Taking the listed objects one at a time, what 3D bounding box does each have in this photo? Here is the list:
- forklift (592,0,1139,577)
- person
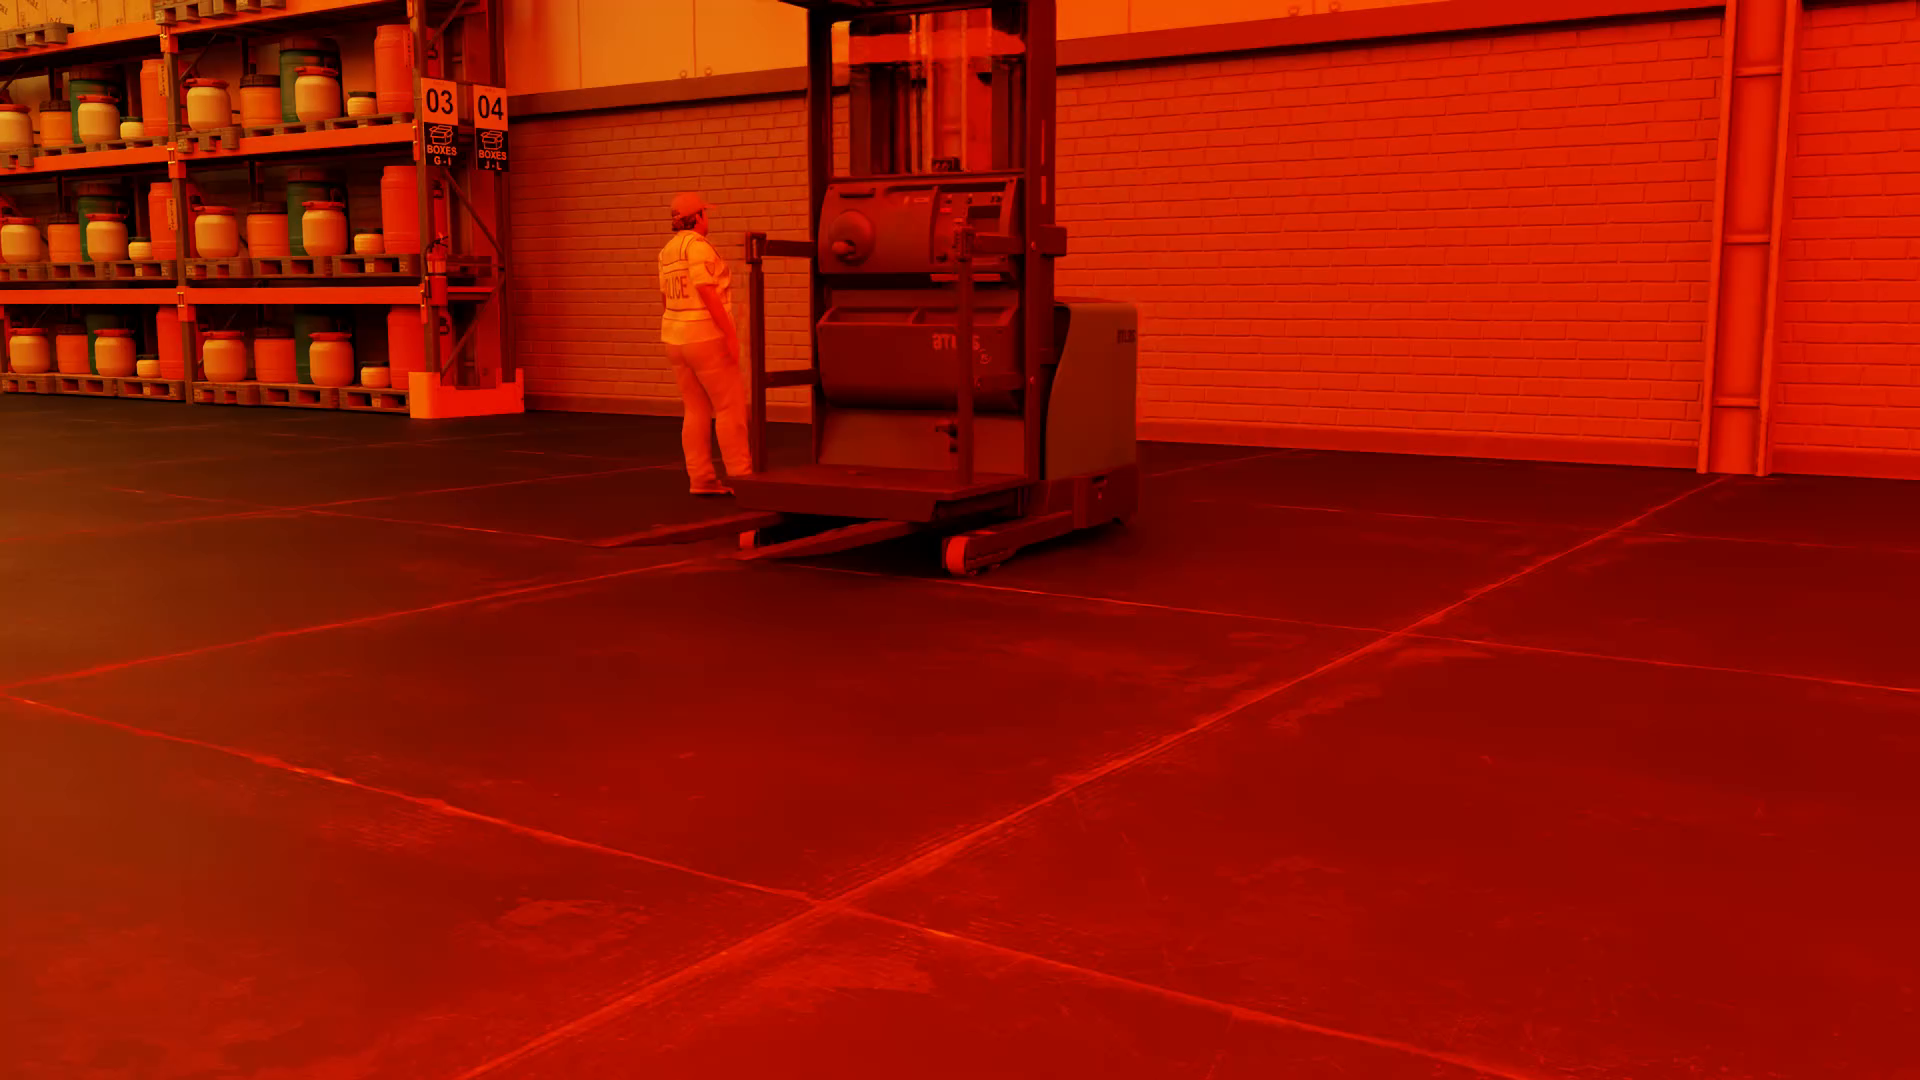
[{"bbox_3d":[-0.286,-1.375,6.861,1.130,2.935,3.031,4,9,28],"label":"forklift"},{"bbox_3d":[-1.364,-1.083,9.250,0.531,1.669,0.595,-7,10,-39],"label":"person"}]
